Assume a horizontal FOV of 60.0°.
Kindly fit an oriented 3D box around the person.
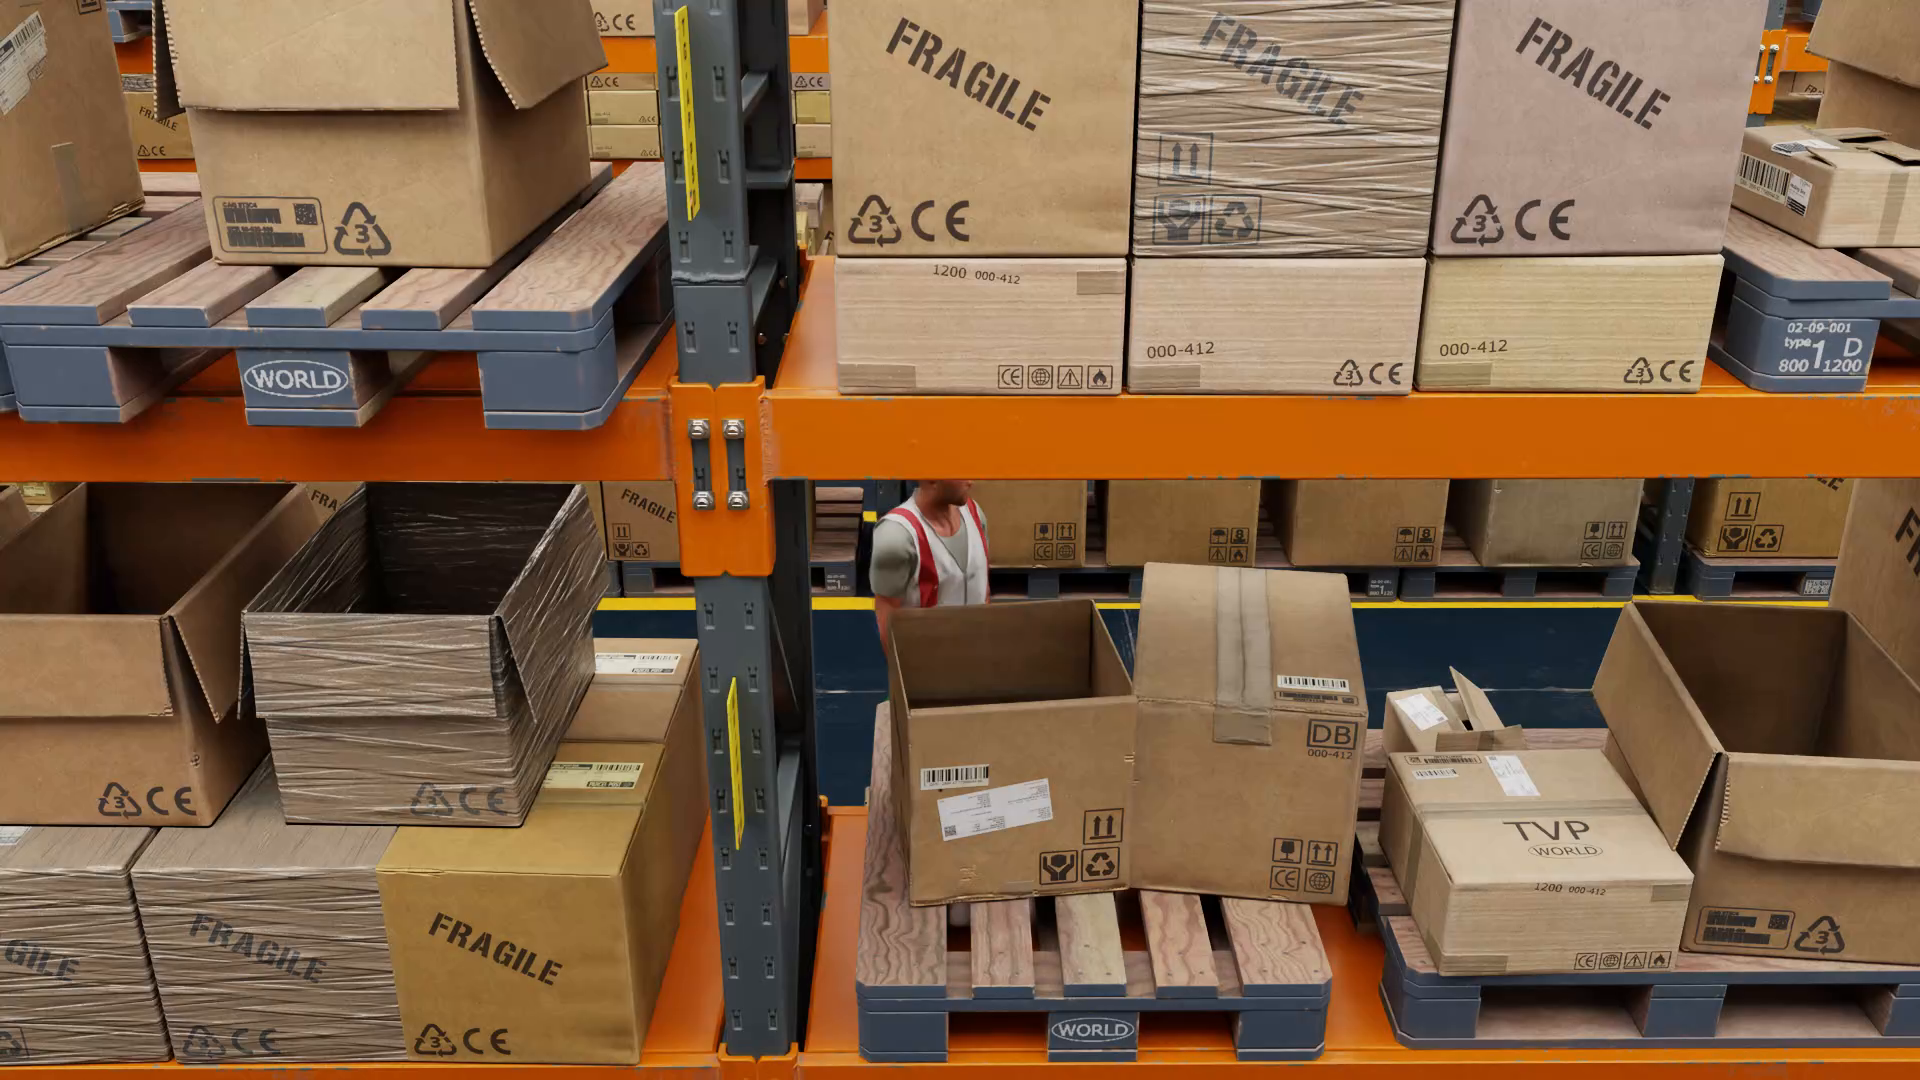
[{"bbox_3d":[-0.106,0.459,5.991,0.644,1.790,0.395,-20,31,-38],"label":"person"}]
